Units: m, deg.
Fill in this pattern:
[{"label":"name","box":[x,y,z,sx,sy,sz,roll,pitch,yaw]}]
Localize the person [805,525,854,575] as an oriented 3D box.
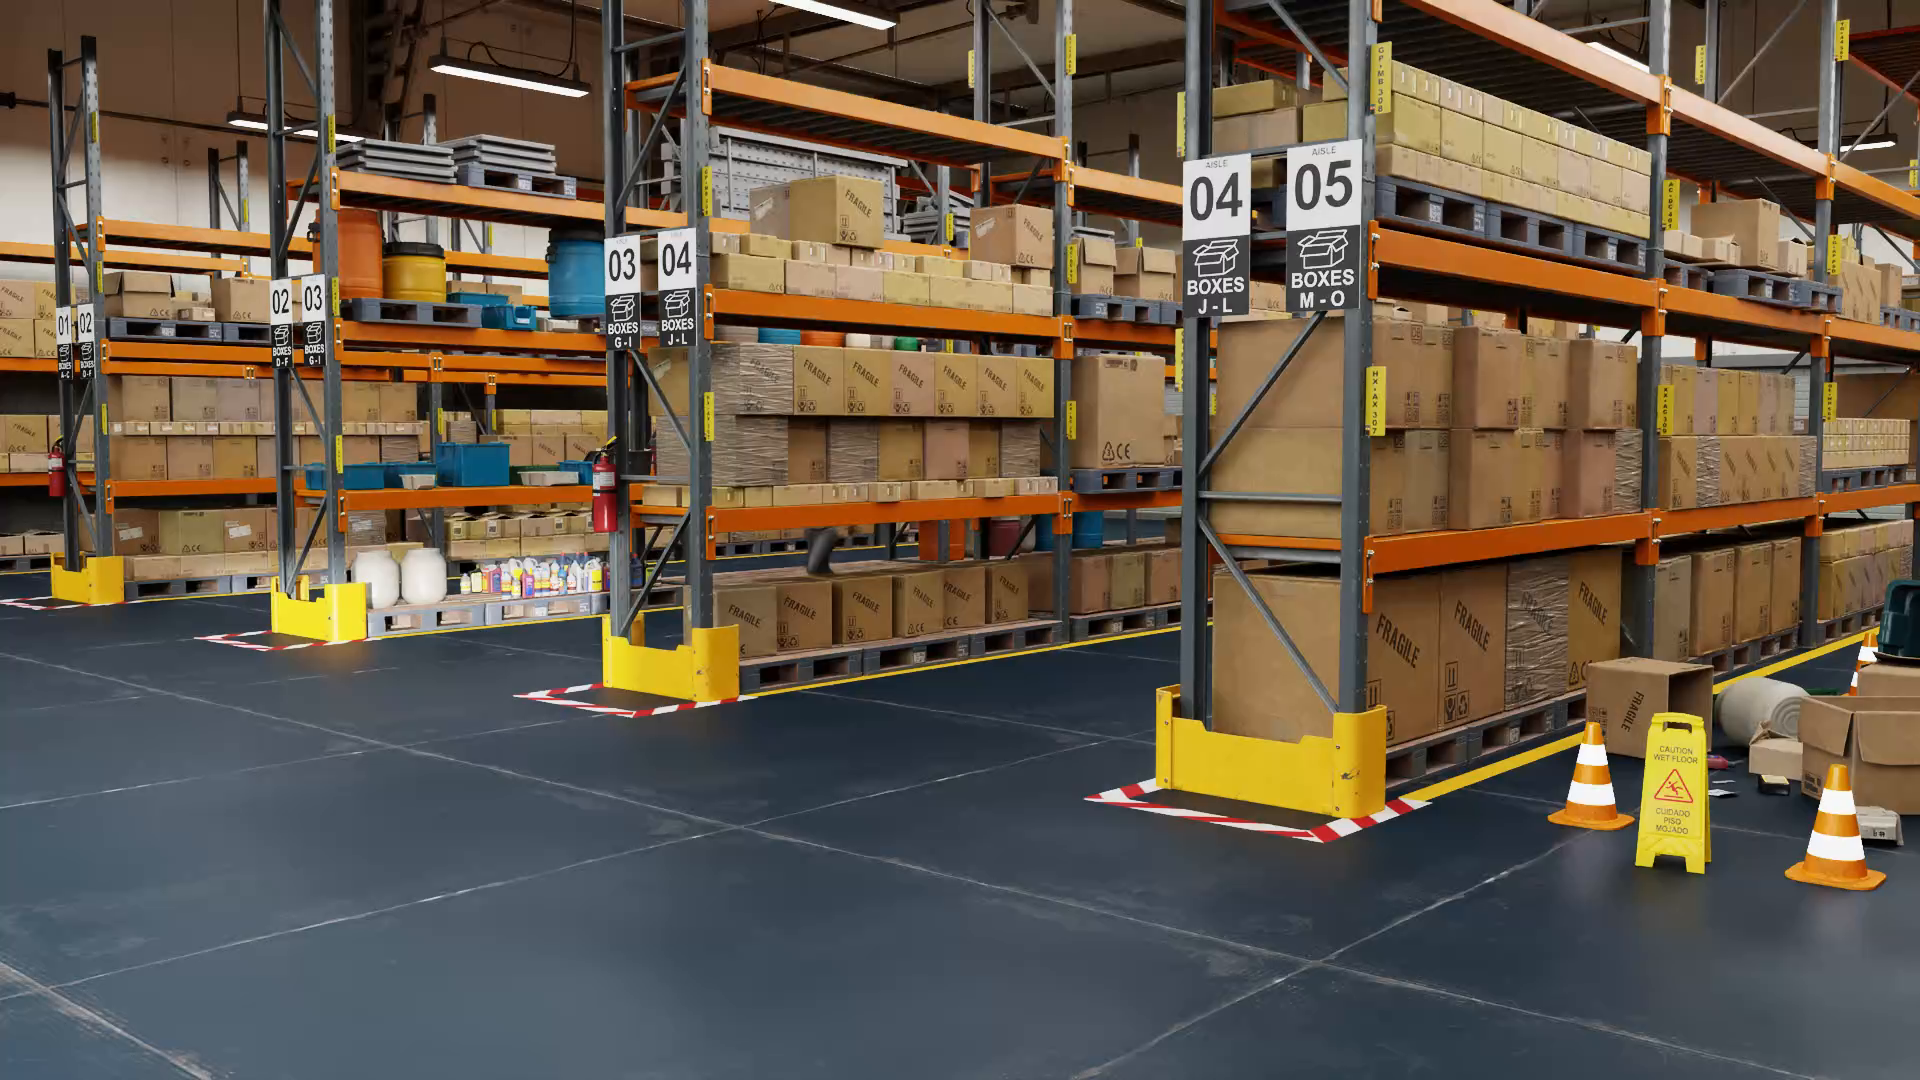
[{"label":"person","box":[-1.376,-0.017,16.244,0.571,1.573,0.916,4,5,44]}]
